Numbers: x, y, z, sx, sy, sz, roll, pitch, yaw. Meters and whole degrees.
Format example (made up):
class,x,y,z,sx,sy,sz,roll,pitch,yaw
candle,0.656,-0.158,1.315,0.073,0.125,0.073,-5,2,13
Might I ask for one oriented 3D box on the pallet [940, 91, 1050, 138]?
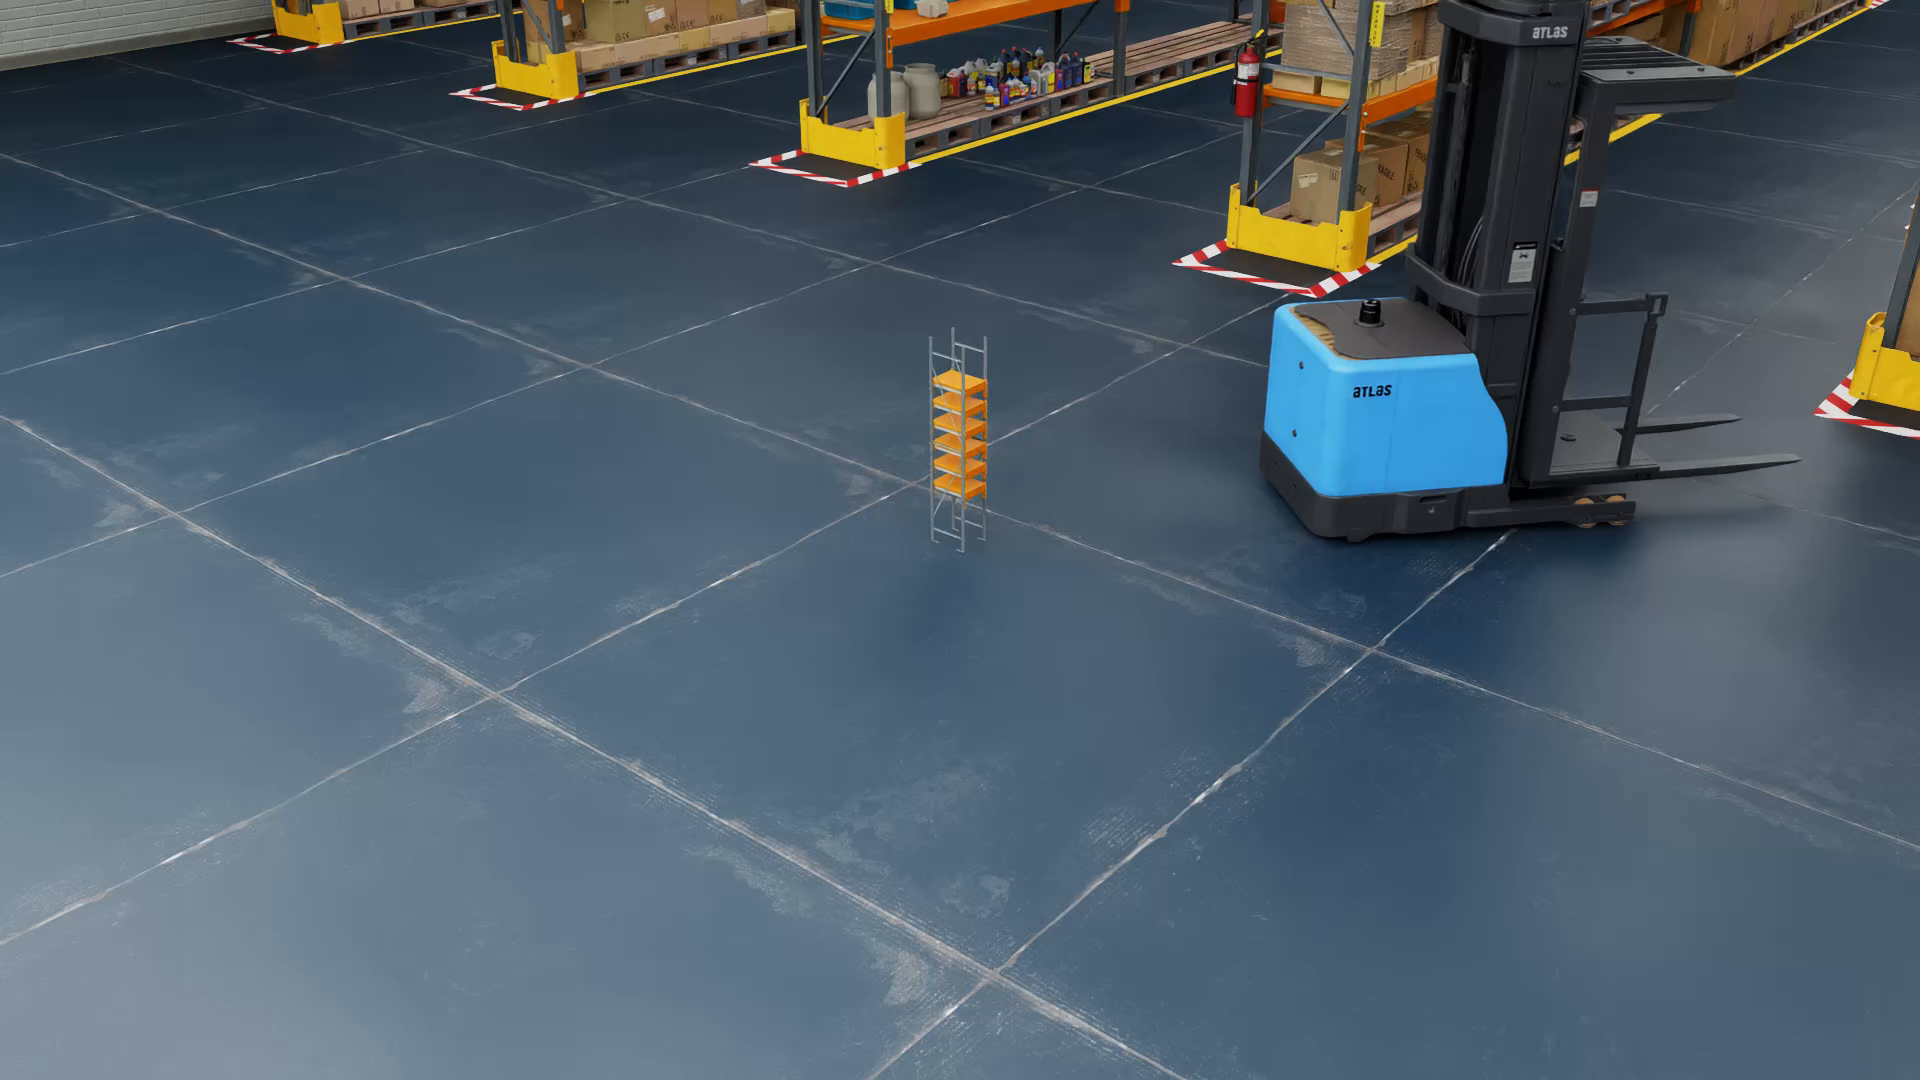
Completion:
class,x,y,z,sx,sy,sz,roll,pitch,yaw
pallet,0.224,-4.649,18.008,1.003,0.211,1.213,21,34,34

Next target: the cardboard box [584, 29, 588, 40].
class,x,y,z,sx,sy,sz,roll,pitch,yaw
cardboard box,-4.484,-6.002,20.122,0.500,0.250,0.500,21,34,34

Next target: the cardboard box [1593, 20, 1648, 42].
class,x,y,z,sx,sy,sz,roll,pitch,yaw
cardboard box,7.092,-5.500,18.042,0.500,0.250,0.500,-24,36,-38

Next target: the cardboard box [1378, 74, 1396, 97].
class,x,y,z,sx,sy,sz,roll,pitch,yaw
cardboard box,3.275,-3.685,13.383,0.380,0.149,0.250,21,34,34

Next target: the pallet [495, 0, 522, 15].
class,x,y,z,sx,sy,sz,roll,pitch,yaw
pallet,-6.586,-7.957,24.401,1.003,0.211,1.213,21,34,34

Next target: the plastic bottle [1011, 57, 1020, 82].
class,x,y,z,sx,sy,sz,roll,pitch,yaw
plastic bottle,0.626,-5.280,18.683,0.097,0.271,0.097,0,27,0

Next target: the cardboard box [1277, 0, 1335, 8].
class,x,y,z,sx,sy,sz,roll,pitch,yaw
cardboard box,2.895,-4.570,13.299,0.500,0.500,0.500,21,34,34

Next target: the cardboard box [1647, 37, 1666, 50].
class,x,y,z,sx,sy,sz,roll,pitch,yaw
cardboard box,7.414,-5.361,18.589,0.700,0.500,0.500,19,33,32

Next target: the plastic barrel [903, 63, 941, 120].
class,x,y,z,sx,sy,sz,roll,pitch,yaw
plastic barrel,-0.407,-4.645,17.215,0.421,0.512,0.421,0,27,0

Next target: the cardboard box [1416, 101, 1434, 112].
class,x,y,z,sx,sy,sz,roll,pitch,yaw
cardboard box,4.637,-3.842,15.675,0.500,0.500,0.500,-16,31,-28

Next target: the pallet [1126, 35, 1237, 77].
class,x,y,z,sx,sy,sz,roll,pitch,yaw
pallet,2.704,-6.034,20.684,1.003,0.211,1.213,21,34,34

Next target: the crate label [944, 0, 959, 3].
class,x,y,z,sx,sy,sz,roll,pitch,yaw
crate label,-0.124,-5.877,17.308,0.502,0.435,0.616,21,34,34

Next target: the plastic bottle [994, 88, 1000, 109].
class,x,y,z,sx,sy,sz,roll,pitch,yaw
plastic bottle,0.374,-4.671,17.581,0.097,0.201,0.097,0,27,0

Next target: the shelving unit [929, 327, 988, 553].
class,x,y,z,sx,sy,sz,roll,pitch,yaw
shelving unit,-0.009,-0.528,8.964,0.258,1.200,0.189,21,34,34

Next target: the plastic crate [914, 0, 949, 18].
class,x,y,z,sx,sy,sz,roll,pitch,yaw
plastic crate,-0.268,-5.236,16.394,0.298,0.136,0.250,21,34,34

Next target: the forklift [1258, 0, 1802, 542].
class,x,y,z,sx,sy,sz,roll,pitch,yaw
forklift,3.350,-1.602,9.158,3.031,2.935,1.130,-5,28,-9

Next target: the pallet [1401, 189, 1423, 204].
class,x,y,z,sx,sy,sz,roll,pitch,yaw
pallet,4.105,-3.179,15.166,1.003,0.211,1.213,21,34,34

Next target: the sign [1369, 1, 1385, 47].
class,x,y,z,sx,sy,sz,roll,pitch,yaw
sign,3.155,-3.908,12.598,0.100,0.325,0.005,21,34,34

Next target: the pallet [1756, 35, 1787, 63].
class,x,y,z,sx,sy,sz,roll,pitch,yaw
pallet,9.936,-6.403,21.397,1.003,0.211,1.213,21,34,34

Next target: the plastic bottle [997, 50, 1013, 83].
class,x,y,z,sx,sy,sz,roll,pitch,yaw
plastic bottle,0.505,-5.335,18.703,0.144,0.351,0.185,19,33,32

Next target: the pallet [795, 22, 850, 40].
class,x,y,z,sx,sy,sz,roll,pitch,yaw
pallet,-1.923,-7.031,22.612,1.003,0.211,1.213,21,34,34

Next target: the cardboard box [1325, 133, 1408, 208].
class,x,y,z,sx,sy,sz,roll,pitch,yaw
cardboard box,3.500,-3.197,14.429,0.500,0.500,0.500,-18,32,-31

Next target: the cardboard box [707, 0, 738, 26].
class,x,y,z,sx,sy,sz,roll,pitch,yaw
cardboard box,-3.130,-6.715,20.685,0.500,0.500,0.500,21,34,34

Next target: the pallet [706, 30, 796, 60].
class,x,y,z,sx,sy,sz,roll,pitch,yaw
pallet,-2.899,-6.489,21.564,1.003,0.211,1.213,21,34,34

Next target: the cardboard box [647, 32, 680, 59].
class,x,y,z,sx,sy,sz,roll,pitch,yaw
cardboard box,-3.759,-6.025,20.167,0.500,0.250,0.500,21,34,34

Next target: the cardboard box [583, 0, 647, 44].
class,x,y,z,sx,sy,sz,roll,pitch,yaw
cardboard box,-4.076,-6.180,19.652,0.500,0.500,0.500,21,34,34

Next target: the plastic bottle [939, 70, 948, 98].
class,x,y,z,sx,sy,sz,roll,pitch,yaw
plastic bottle,-0.195,-4.945,18.022,0.061,0.283,0.133,22,34,36

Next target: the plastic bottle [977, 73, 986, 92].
class,x,y,z,sx,sy,sz,roll,pitch,yaw
plastic bottle,0.237,-5.032,18.280,0.097,0.201,0.097,0,27,0

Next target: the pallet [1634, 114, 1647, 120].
class,x,y,z,sx,sy,sz,roll,pitch,yaw
pallet,7.327,-5.004,18.693,1.003,0.211,1.213,21,34,34

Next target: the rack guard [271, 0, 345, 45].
class,x,y,z,sx,sy,sz,roll,pitch,yaw
rack guard,-8.682,-6.942,22.125,1.175,0.500,0.348,21,34,34

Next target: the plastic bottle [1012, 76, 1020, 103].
class,x,y,z,sx,sy,sz,roll,pitch,yaw
plastic bottle,0.590,-4.822,17.798,0.097,0.271,0.097,0,27,0

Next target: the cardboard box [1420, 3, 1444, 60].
class,x,y,z,sx,sy,sz,roll,pitch,yaw
cardboard box,3.684,-4.423,14.103,0.875,0.500,0.500,21,34,34

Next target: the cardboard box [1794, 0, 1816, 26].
class,x,y,z,sx,sy,sz,roll,pitch,yaw
cardboard box,10.851,-7.391,22.127,0.875,0.875,0.875,21,34,34

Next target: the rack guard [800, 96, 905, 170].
class,x,y,z,sx,sy,sz,roll,pitch,yaw
rack guard,-1.074,-4.060,16.555,1.175,0.500,0.348,21,34,34

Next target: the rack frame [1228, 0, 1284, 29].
class,x,y,z,sx,sy,sz,roll,pitch,yaw
rack frame,4.003,-7.966,21.385,1.000,3.000,0.127,21,34,34

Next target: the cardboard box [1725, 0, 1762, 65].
class,x,y,z,sx,sy,sz,roll,pitch,yaw
cardboard box,8.853,-6.314,20.046,1.225,0.875,0.875,21,34,35

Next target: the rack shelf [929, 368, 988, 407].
class,x,y,z,sx,sy,sz,roll,pitch,yaw
rack shelf,-0.009,-0.808,8.819,0.258,0.103,0.180,21,34,34

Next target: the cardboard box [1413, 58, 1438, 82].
class,x,y,z,sx,sy,sz,roll,pitch,yaw
cardboard box,3.753,-3.951,13.896,0.380,0.149,0.250,21,34,34

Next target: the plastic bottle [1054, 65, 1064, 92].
class,x,y,z,sx,sy,sz,roll,pitch,yaw
plastic bottle,1.078,-5.087,18.296,0.061,0.283,0.133,23,35,38

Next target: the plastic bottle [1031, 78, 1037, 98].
class,x,y,z,sx,sy,sz,roll,pitch,yaw
plastic bottle,0.783,-4.899,18.023,0.097,0.201,0.097,0,27,0

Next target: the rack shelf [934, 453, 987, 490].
class,x,y,z,sx,sy,sz,roll,pitch,yaw
rack shelf,-0.009,-0.382,9.040,0.258,0.103,0.180,21,34,34

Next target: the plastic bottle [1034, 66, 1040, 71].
class,x,y,z,sx,sy,sz,roll,pitch,yaw
plastic bottle,0.848,-5.063,18.250,0.061,0.283,0.133,21,34,34

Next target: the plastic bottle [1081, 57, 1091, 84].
class,x,y,z,sx,sy,sz,roll,pitch,yaw
plastic bottle,1.407,-5.270,18.650,0.061,0.283,0.133,23,35,37

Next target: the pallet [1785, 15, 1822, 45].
class,x,y,z,sx,sy,sz,roll,pitch,yaw
pallet,10.913,-6.945,22.446,1.003,0.211,1.213,21,34,34

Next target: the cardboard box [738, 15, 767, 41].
class,x,y,z,sx,sy,sz,roll,pitch,yaw
cardboard box,-2.813,-6.560,21.201,0.500,0.250,0.500,21,34,34

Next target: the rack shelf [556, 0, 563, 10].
class,x,y,z,sx,sy,sz,roll,pitch,yaw
rack shelf,-3.633,-6.969,20.239,1.077,0.370,4.000,21,34,34

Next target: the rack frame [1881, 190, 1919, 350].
class,x,y,z,sx,sy,sz,roll,pitch,yaw
rack frame,6.499,-2.197,10.232,1.000,3.000,0.127,21,34,34

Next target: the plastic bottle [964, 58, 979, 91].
class,x,y,z,sx,sy,sz,roll,pitch,yaw
plastic bottle,0.116,-5.119,18.284,0.144,0.351,0.185,22,35,36

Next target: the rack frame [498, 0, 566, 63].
class,x,y,z,sx,sy,sz,roll,pitch,yaw
rack frame,-4.905,-6.579,18.703,1.000,3.000,0.127,21,34,34

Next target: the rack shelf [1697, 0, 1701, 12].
class,x,y,z,sx,sy,sz,roll,pitch,yaw
rack shelf,9.097,-6.908,20.123,1.077,0.370,4.000,21,34,34

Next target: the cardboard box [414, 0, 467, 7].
class,x,y,z,sx,sy,sz,roll,pitch,yaw
cardboard box,-7.353,-7.777,23.261,0.700,0.500,0.500,18,33,31

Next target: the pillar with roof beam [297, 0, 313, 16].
class,x,y,z,sx,sy,sz,roll,pitch,yaw
pillar with roof beam,-5.631,-9.933,18.657,9.100,9.000,0.400,21,34,34

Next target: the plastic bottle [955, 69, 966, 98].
class,x,y,z,sx,sy,sz,roll,pitch,yaw
plastic bottle,0.008,-4.949,18.029,0.061,0.283,0.133,21,34,34
